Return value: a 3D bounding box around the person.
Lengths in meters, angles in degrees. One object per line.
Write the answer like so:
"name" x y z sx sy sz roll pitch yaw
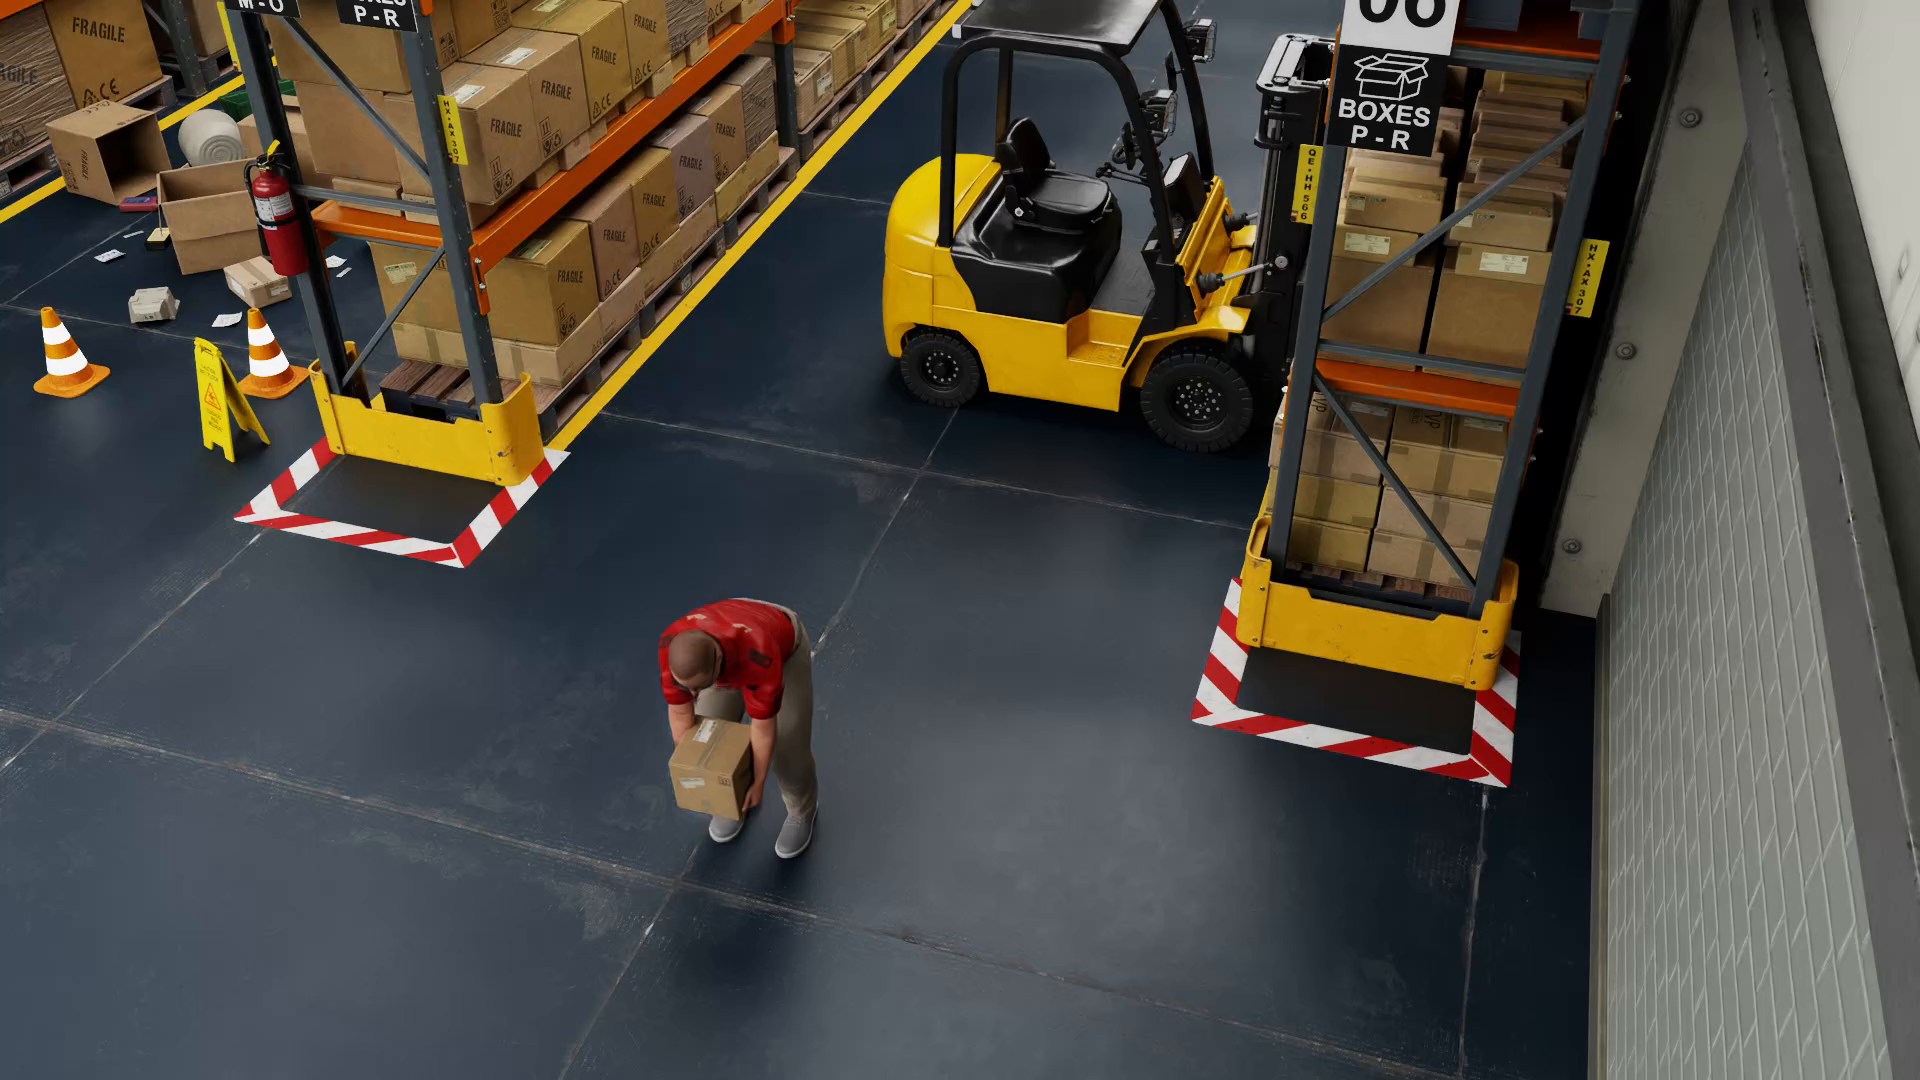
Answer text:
"person" -0.837 0.695 6.246 0.491 1.412 0.844 10 38 13
